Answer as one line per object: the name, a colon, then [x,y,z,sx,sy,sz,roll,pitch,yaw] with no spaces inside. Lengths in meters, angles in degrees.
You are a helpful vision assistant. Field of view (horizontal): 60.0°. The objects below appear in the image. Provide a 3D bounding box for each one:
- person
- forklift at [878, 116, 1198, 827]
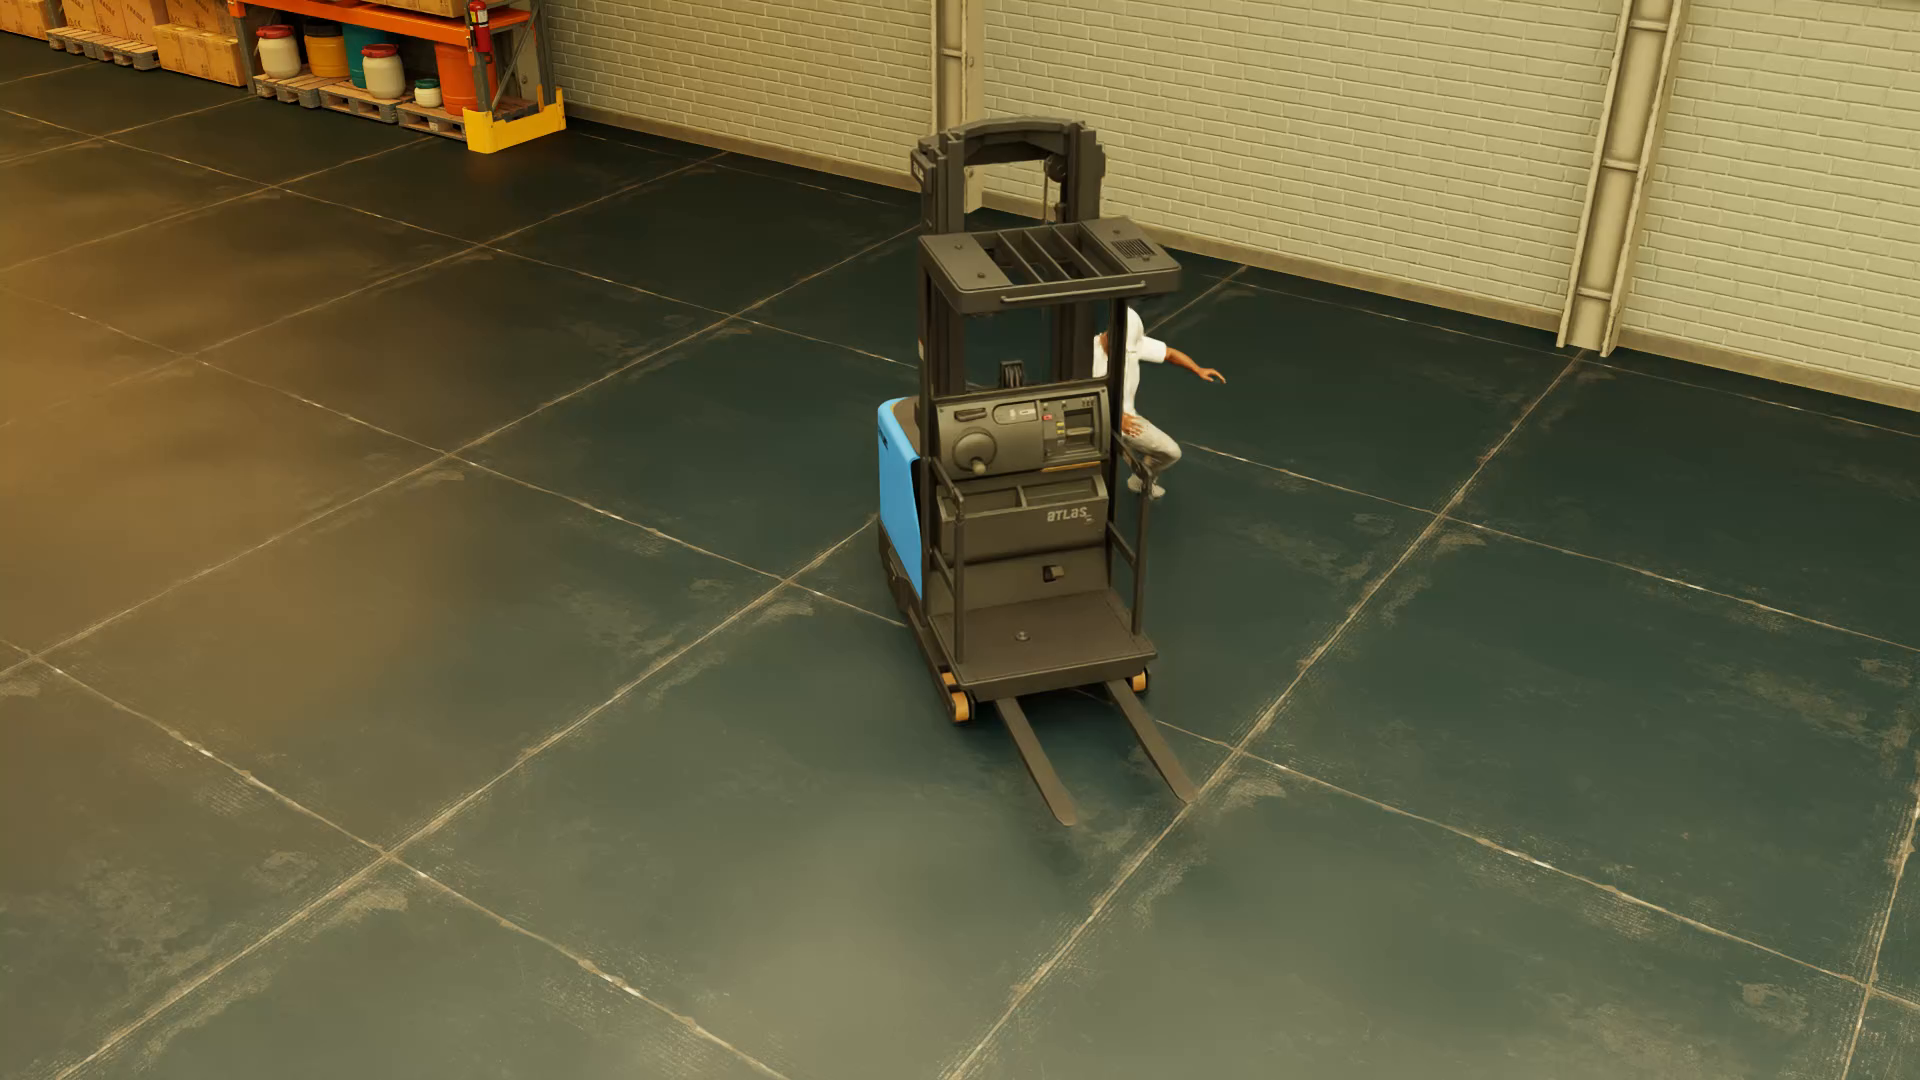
person: [1.042,-0.679,10.163,1.245,1.560,0.733,-24,38,-35]
forklift: [0.395,-0.517,8.472,1.130,2.935,3.031,-8,31,-14]
